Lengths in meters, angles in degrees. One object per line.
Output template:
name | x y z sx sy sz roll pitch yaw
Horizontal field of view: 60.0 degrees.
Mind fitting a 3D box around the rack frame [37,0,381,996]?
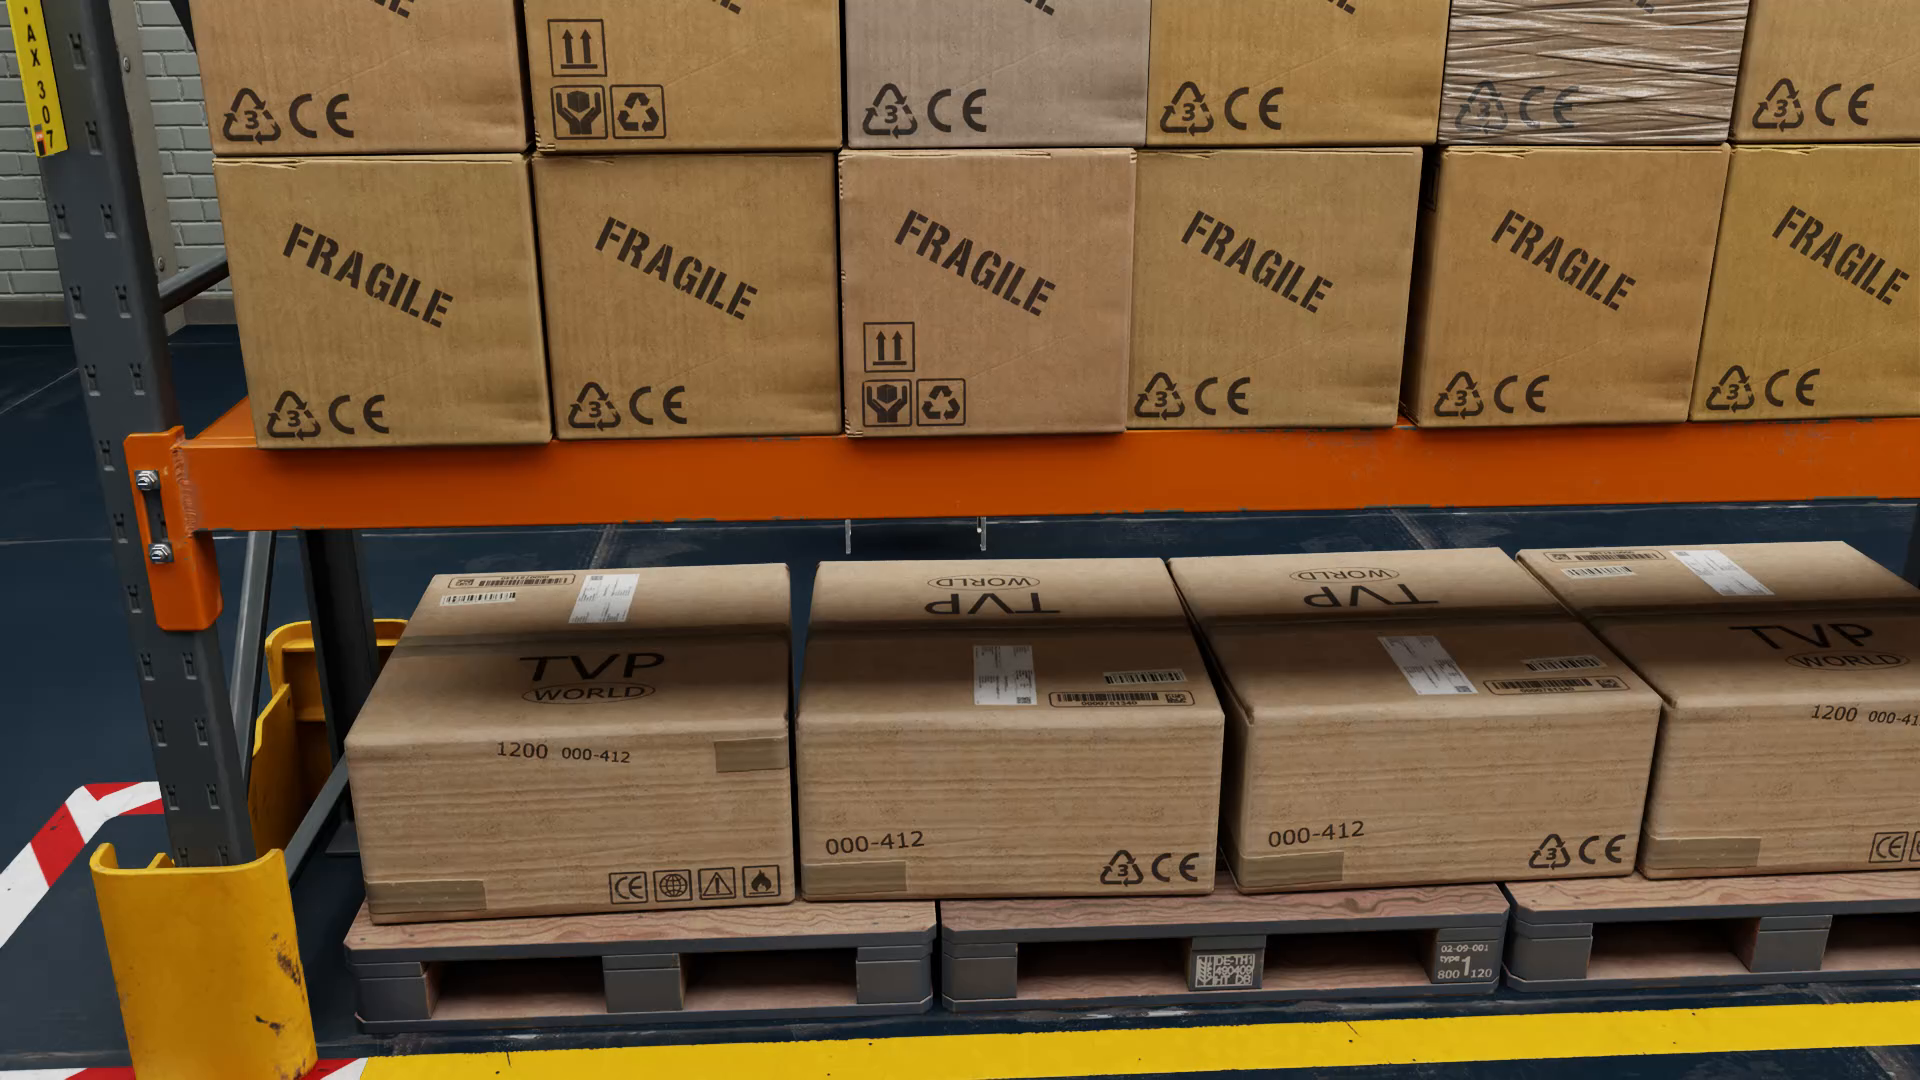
rack frame | -1.476 -0.526 3.286 0.127 3.000 1.000 -1 21 -3

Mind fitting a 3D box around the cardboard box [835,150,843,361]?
cardboard box | -0.508 -0.681 3.554 0.500 0.500 0.500 -2 21 -4

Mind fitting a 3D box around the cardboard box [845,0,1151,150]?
cardboard box | 0.048 -0.974 2.919 0.500 0.500 0.500 -1 21 -3

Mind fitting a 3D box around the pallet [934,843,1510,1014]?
pallet | 0.533 0.710 3.960 1.213 0.211 1.003 -1 21 -3

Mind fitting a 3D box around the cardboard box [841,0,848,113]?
cardboard box | 0.006 -1.164 3.417 0.500 0.500 0.500 -1 21 -3

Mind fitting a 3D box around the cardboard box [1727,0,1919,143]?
cardboard box | 1.555 -1.006 3.001 0.500 0.500 0.500 -1 21 -4

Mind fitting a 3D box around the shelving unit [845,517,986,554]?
shelving unit | -0.165 -0.557 5.899 0.503 1.200 0.258 -1 21 -3

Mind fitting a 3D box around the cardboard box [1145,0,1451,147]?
cardboard box | 0.546 -0.985 2.946 0.500 0.500 0.500 -1 21 -3

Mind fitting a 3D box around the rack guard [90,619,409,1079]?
rack guard | -1.500 0.643 3.729 0.348 0.500 1.175 -1 21 -3

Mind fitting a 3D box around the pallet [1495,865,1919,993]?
pallet | 1.754 0.684 4.028 1.213 0.211 1.003 -1 21 -3

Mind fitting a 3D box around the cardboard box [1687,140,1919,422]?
cardboard box | 1.556 -0.541 3.186 0.500 0.500 0.500 -2 21 -4

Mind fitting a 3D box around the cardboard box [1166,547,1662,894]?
cardboard box | 0.991 0.387 3.899 0.875 0.438 0.875 -2 21 -5

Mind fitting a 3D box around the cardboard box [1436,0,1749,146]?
cardboard box | 1.048 -0.992 2.965 0.500 0.500 0.500 -1 21 -2

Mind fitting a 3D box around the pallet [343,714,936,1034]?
pallet | -0.682 0.734 3.898 1.213 0.211 1.003 -1 21 -3

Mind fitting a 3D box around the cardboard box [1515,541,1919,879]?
cardboard box | 1.885 0.369 3.947 0.875 0.438 0.875 -1 21 -4

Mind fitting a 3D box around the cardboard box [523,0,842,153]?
cardboard box | -0.465 -0.961 2.884 0.500 0.500 0.500 -2 21 -5

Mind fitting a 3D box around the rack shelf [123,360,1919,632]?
rack shelf | 0.521 -0.230 3.521 4.000 0.370 1.077 -1 21 -3

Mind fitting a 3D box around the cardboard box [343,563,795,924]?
cardboard box | -0.823 0.427 3.796 0.875 0.438 0.875 -2 21 -5

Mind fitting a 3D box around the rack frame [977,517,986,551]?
rack frame | 0.078 -0.562 5.912 0.015 1.200 0.240 -1 21 -3

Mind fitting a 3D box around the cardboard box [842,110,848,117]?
cardboard box | 0.005 -0.695 3.590 0.500 0.500 0.500 -1 21 -1

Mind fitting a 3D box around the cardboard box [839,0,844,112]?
cardboard box | -0.488 -1.155 3.393 0.500 0.500 0.500 -1 21 -3

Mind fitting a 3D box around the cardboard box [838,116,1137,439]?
cardboard box | 0.032 -0.504 3.089 0.500 0.500 0.500 -1 21 -3

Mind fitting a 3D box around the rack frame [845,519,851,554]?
rack frame | -0.409 -0.552 5.886 0.015 1.200 0.240 -1 21 -3

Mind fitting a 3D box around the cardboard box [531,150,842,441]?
cardboard box | -0.477 -0.500 3.079 0.500 0.500 0.500 -1 21 -4

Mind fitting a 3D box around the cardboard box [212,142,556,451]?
cardboard box | -0.980 -0.480 3.026 0.500 0.500 0.500 -1 21 -3

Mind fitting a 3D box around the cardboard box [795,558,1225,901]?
cardboard box | 0.090 0.405 3.852 0.875 0.438 0.875 -1 21 -2

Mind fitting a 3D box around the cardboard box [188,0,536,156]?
cardboard box | -0.980 -0.948 2.850 0.500 0.500 0.500 -2 21 -4

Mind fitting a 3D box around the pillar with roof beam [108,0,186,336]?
pillar with roof beam | -4.261 -3.829 3.530 0.400 9.000 9.100 -1 21 -3

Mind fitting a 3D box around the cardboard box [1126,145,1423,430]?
cardboard box | 0.531 -0.520 3.131 0.500 0.500 0.500 0 21 -1

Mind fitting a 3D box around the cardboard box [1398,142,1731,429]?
cardboard box | 1.055 -0.526 3.145 0.500 0.500 0.500 -1 21 -4

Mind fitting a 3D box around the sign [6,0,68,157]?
sign | -1.450 -0.770 2.600 0.005 0.325 0.100 -1 21 -3

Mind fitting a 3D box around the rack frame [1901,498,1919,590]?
rack frame | 2.518 -0.607 3.499 0.127 3.000 1.000 -1 21 -3
